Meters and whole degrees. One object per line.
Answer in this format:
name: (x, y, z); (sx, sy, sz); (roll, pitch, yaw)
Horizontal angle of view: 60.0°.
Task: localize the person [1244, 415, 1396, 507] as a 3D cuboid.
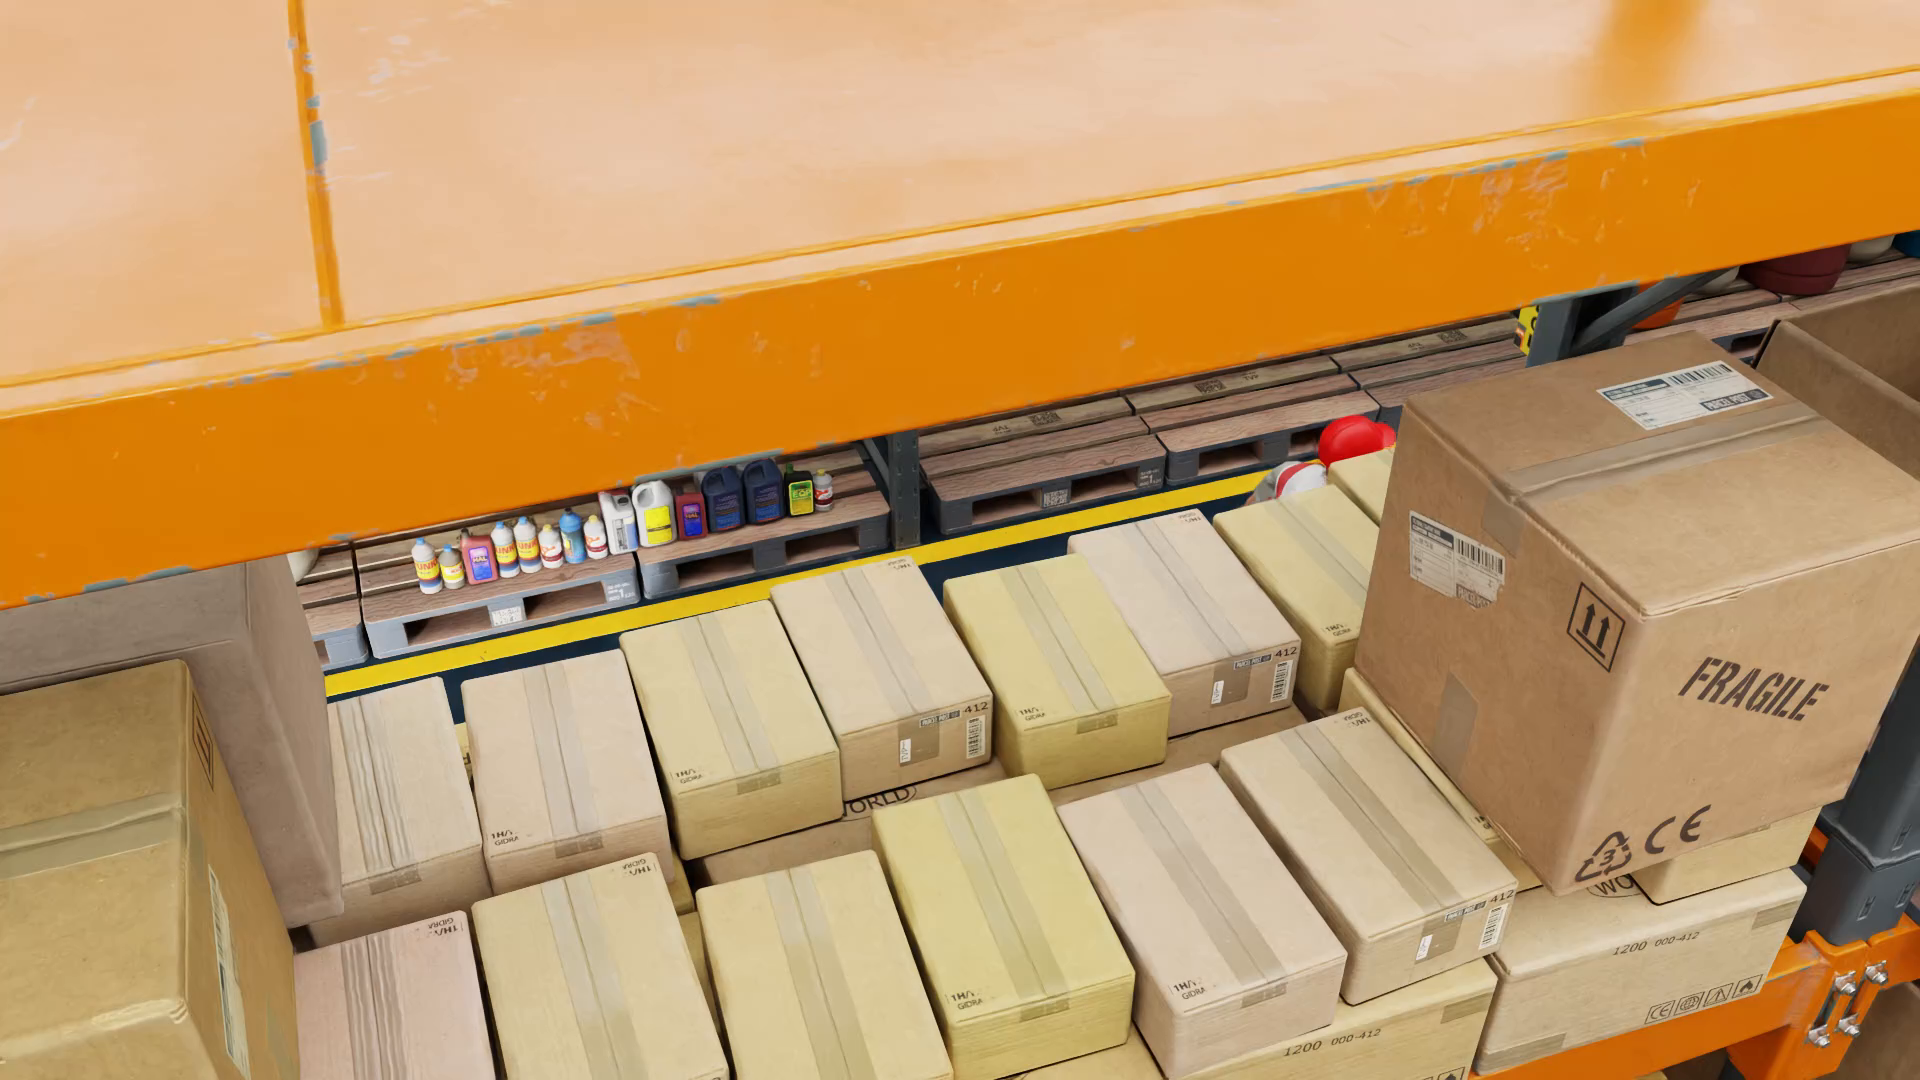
person: (1.315, 0.268, 6.308); (0.702, 1.752, 0.686); (-10, 38, -13)
